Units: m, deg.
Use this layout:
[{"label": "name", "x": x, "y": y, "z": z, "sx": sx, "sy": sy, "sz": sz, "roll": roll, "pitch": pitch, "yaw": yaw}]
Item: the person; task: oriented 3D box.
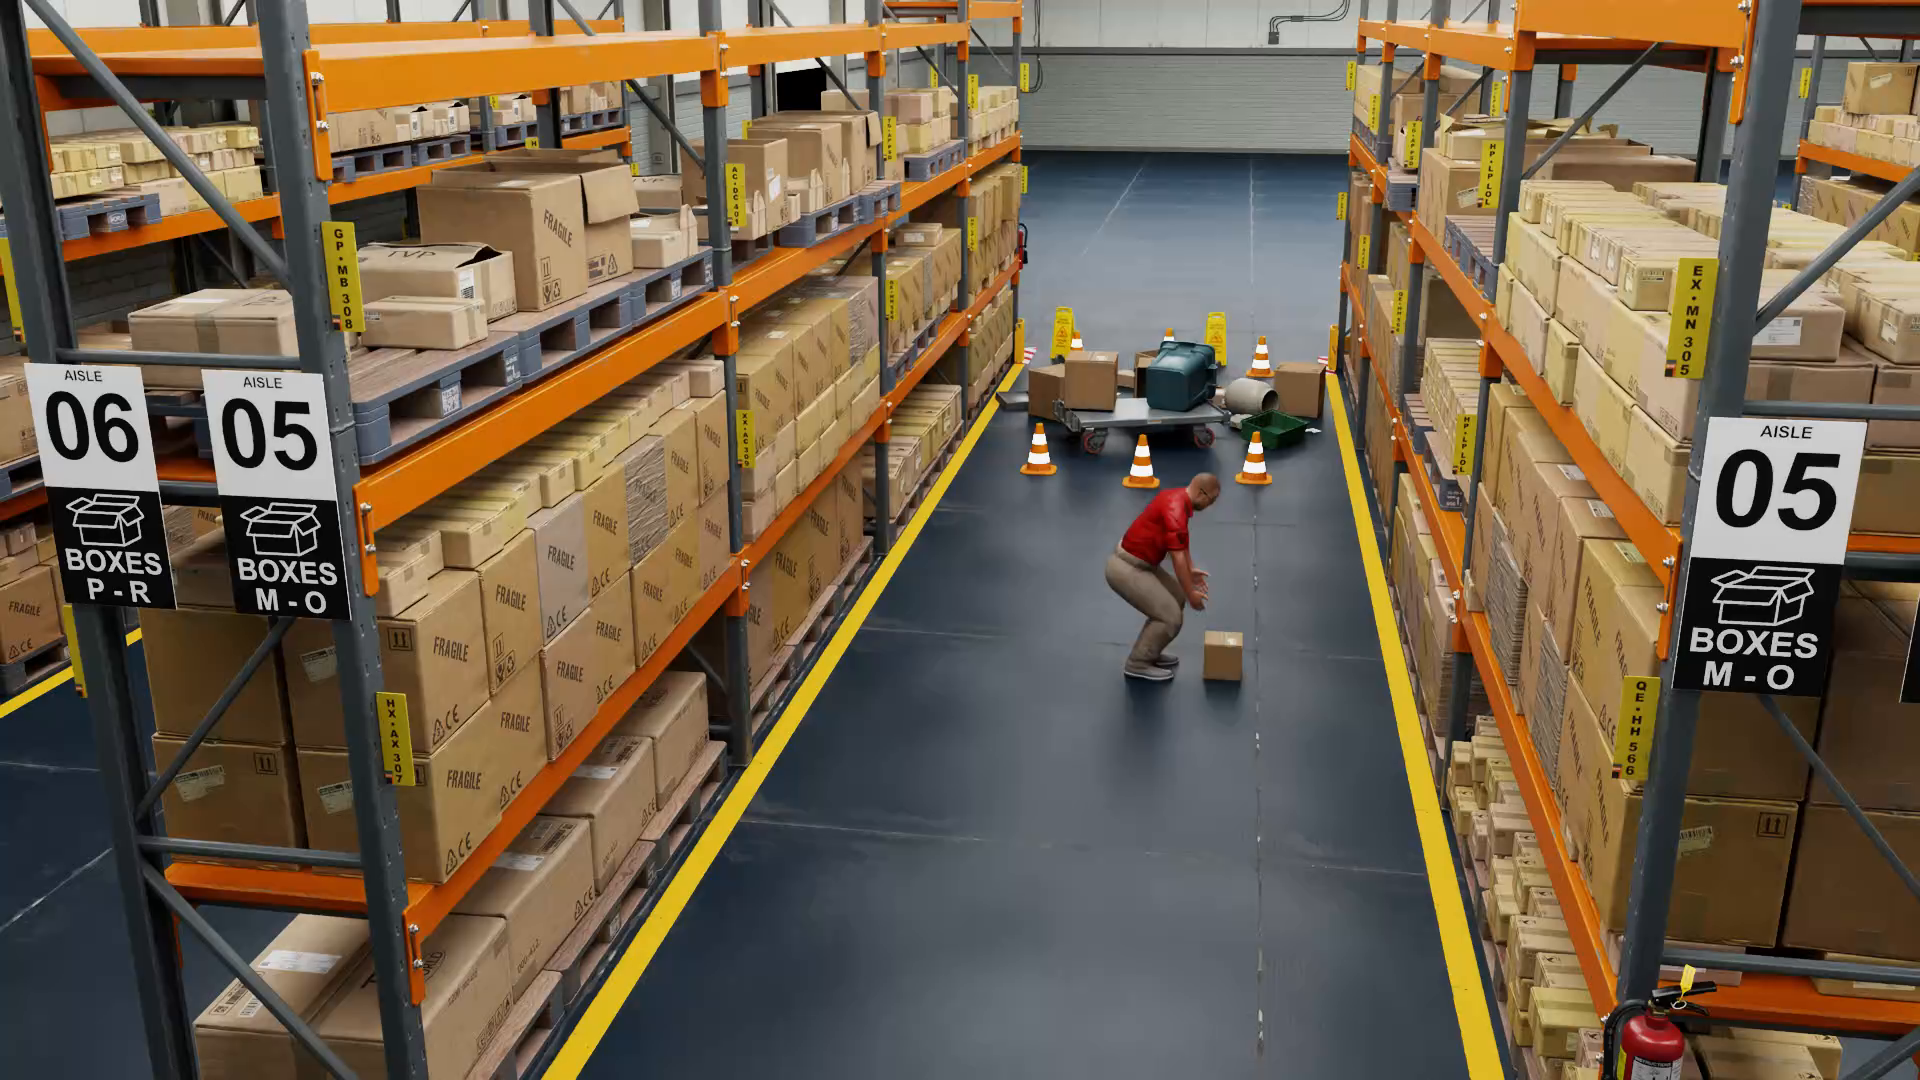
[{"label": "person", "x": 1.330, "y": 0.209, "z": 11.013, "sx": 0.725, "sy": 1.379, "sz": 0.590, "roll": 3, "pitch": 18, "yaw": 9}]
